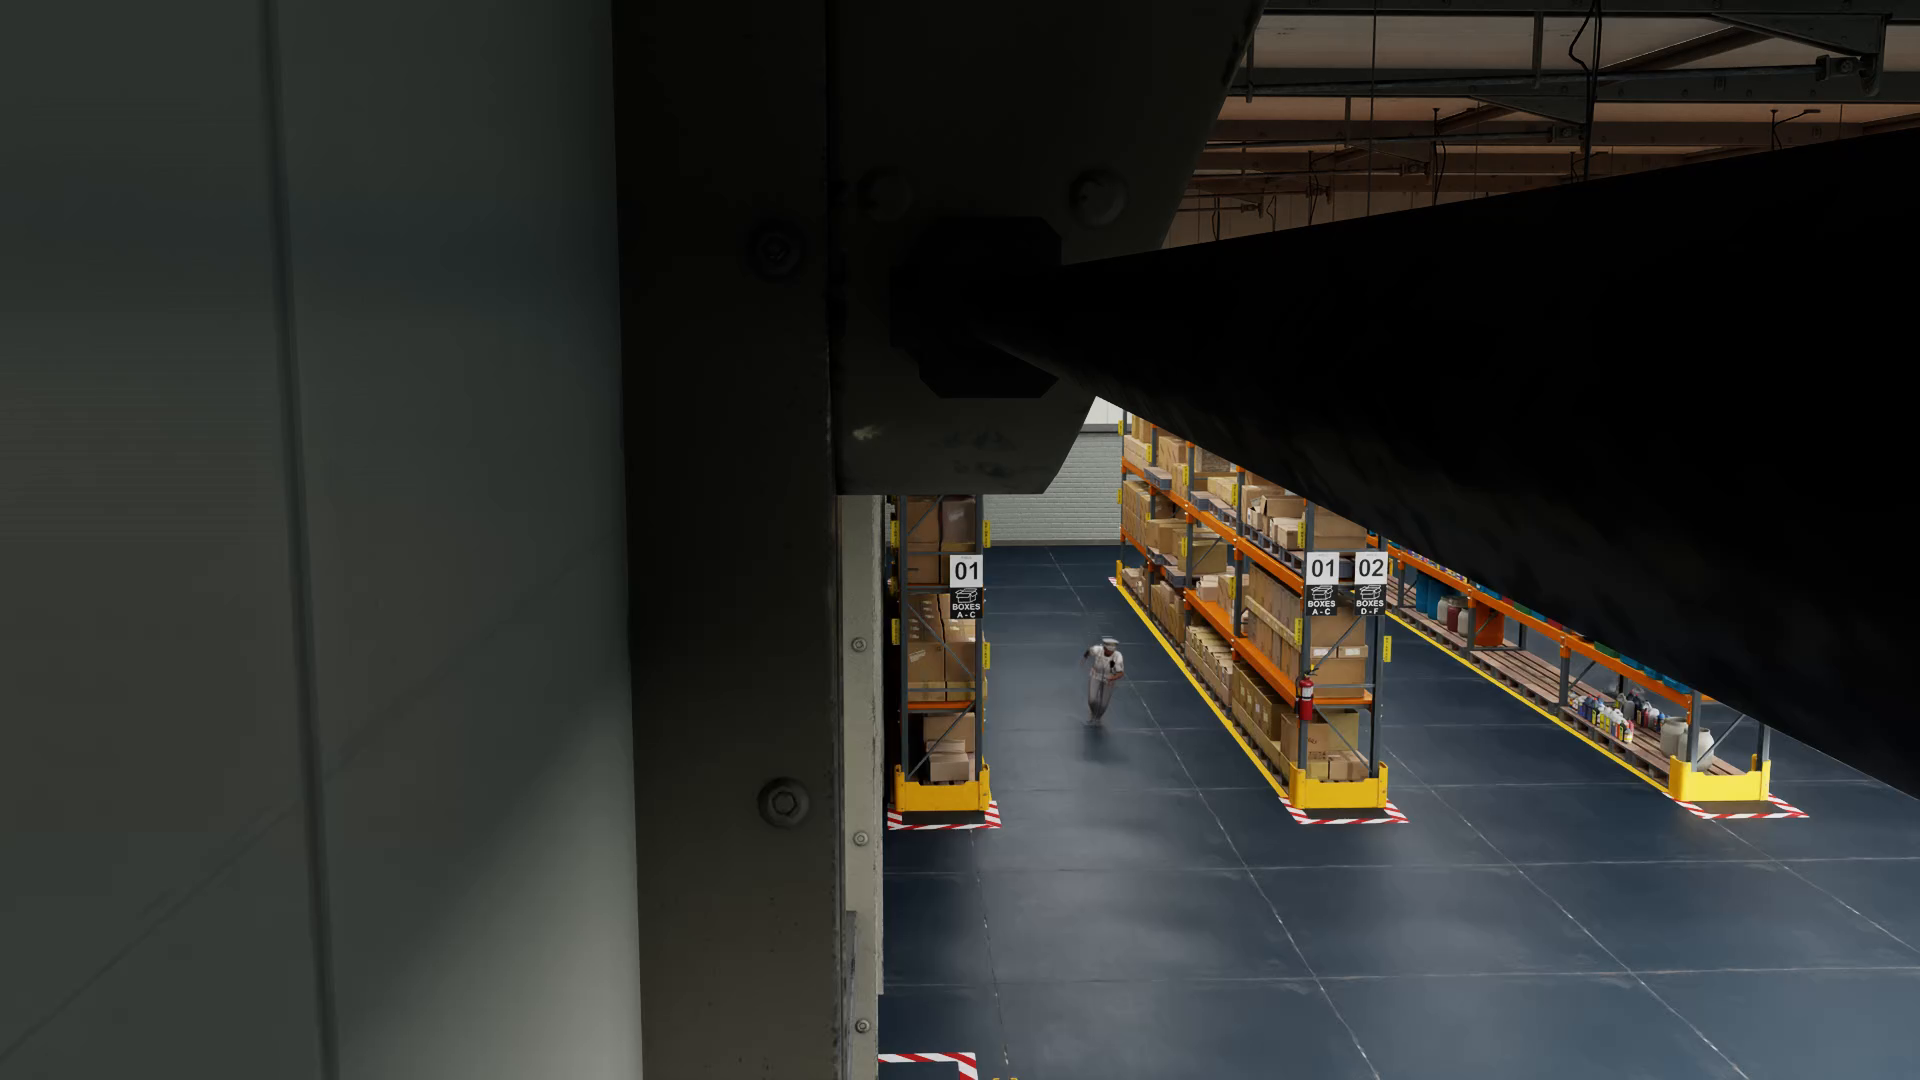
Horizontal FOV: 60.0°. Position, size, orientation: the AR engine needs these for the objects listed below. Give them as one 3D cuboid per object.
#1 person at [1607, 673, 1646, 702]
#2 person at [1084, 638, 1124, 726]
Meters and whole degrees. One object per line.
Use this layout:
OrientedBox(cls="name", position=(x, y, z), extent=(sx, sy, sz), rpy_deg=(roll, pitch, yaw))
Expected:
OrientedBox(cls="person", position=(10.607, 1.647, 26.010), extent=(0.738, 1.731, 0.670), rpy_deg=(-1, 9, -8))
OrientedBox(cls="person", position=(2.086, 2.075, 24.192), extent=(0.579, 1.408, 0.963), rpy_deg=(1, 8, 4))
